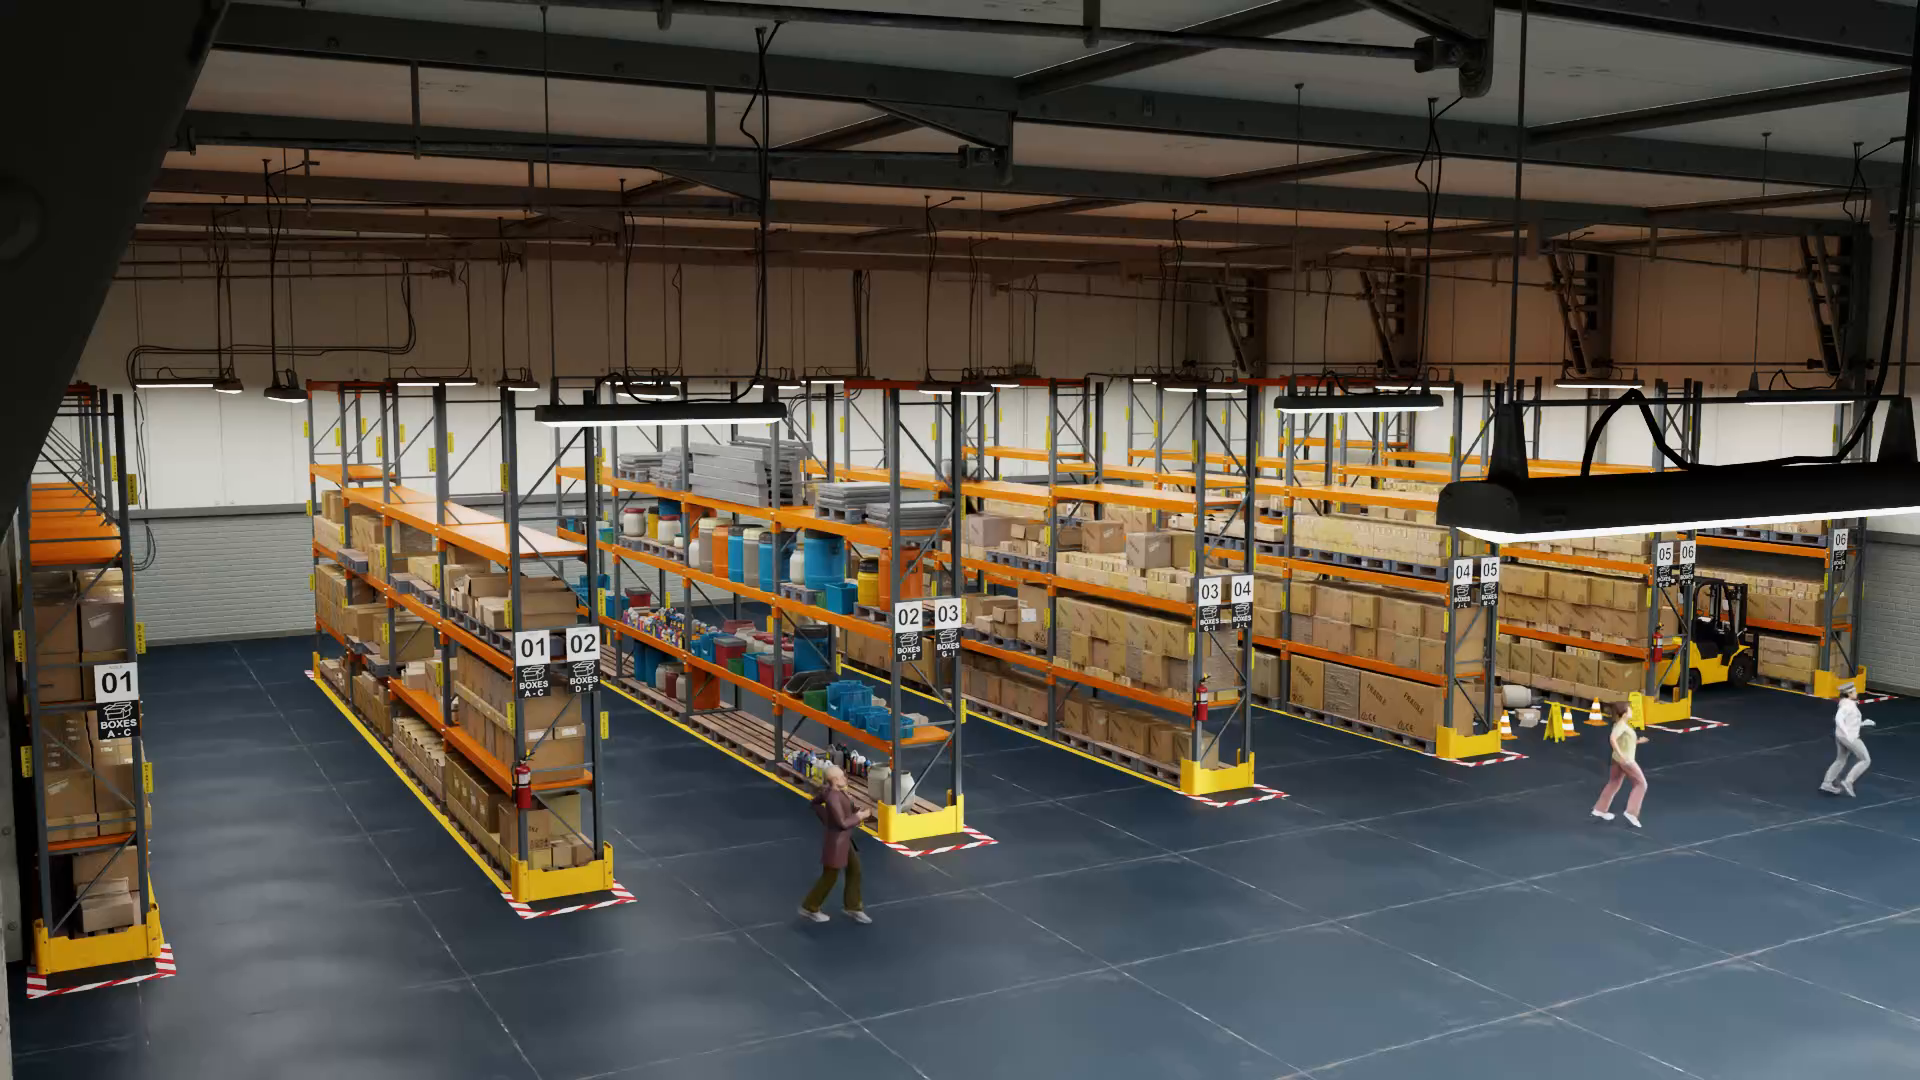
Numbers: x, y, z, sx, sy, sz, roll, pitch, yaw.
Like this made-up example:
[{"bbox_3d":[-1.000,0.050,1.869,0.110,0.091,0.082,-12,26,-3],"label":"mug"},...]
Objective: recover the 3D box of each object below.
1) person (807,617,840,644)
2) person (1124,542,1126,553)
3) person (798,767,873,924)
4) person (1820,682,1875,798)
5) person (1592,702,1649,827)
[{"bbox_3d":[-2.475,1.841,31.096,0.588,1.833,0.793,-5,8,-41],"label":"person"},{"bbox_3d":[4.481,0.776,44.705,0.478,1.649,0.673,2,6,17],"label":"person"},{"bbox_3d":[-1.412,3.454,18.713,0.841,1.839,0.678,0,6,-1],"label":"person"},{"bbox_3d":[12.998,2.910,24.303,0.678,1.701,0.583,1,6,10],"label":"person"},{"bbox_3d":[9.083,3.078,22.825,0.724,1.723,0.548,0,6,2],"label":"person"}]
